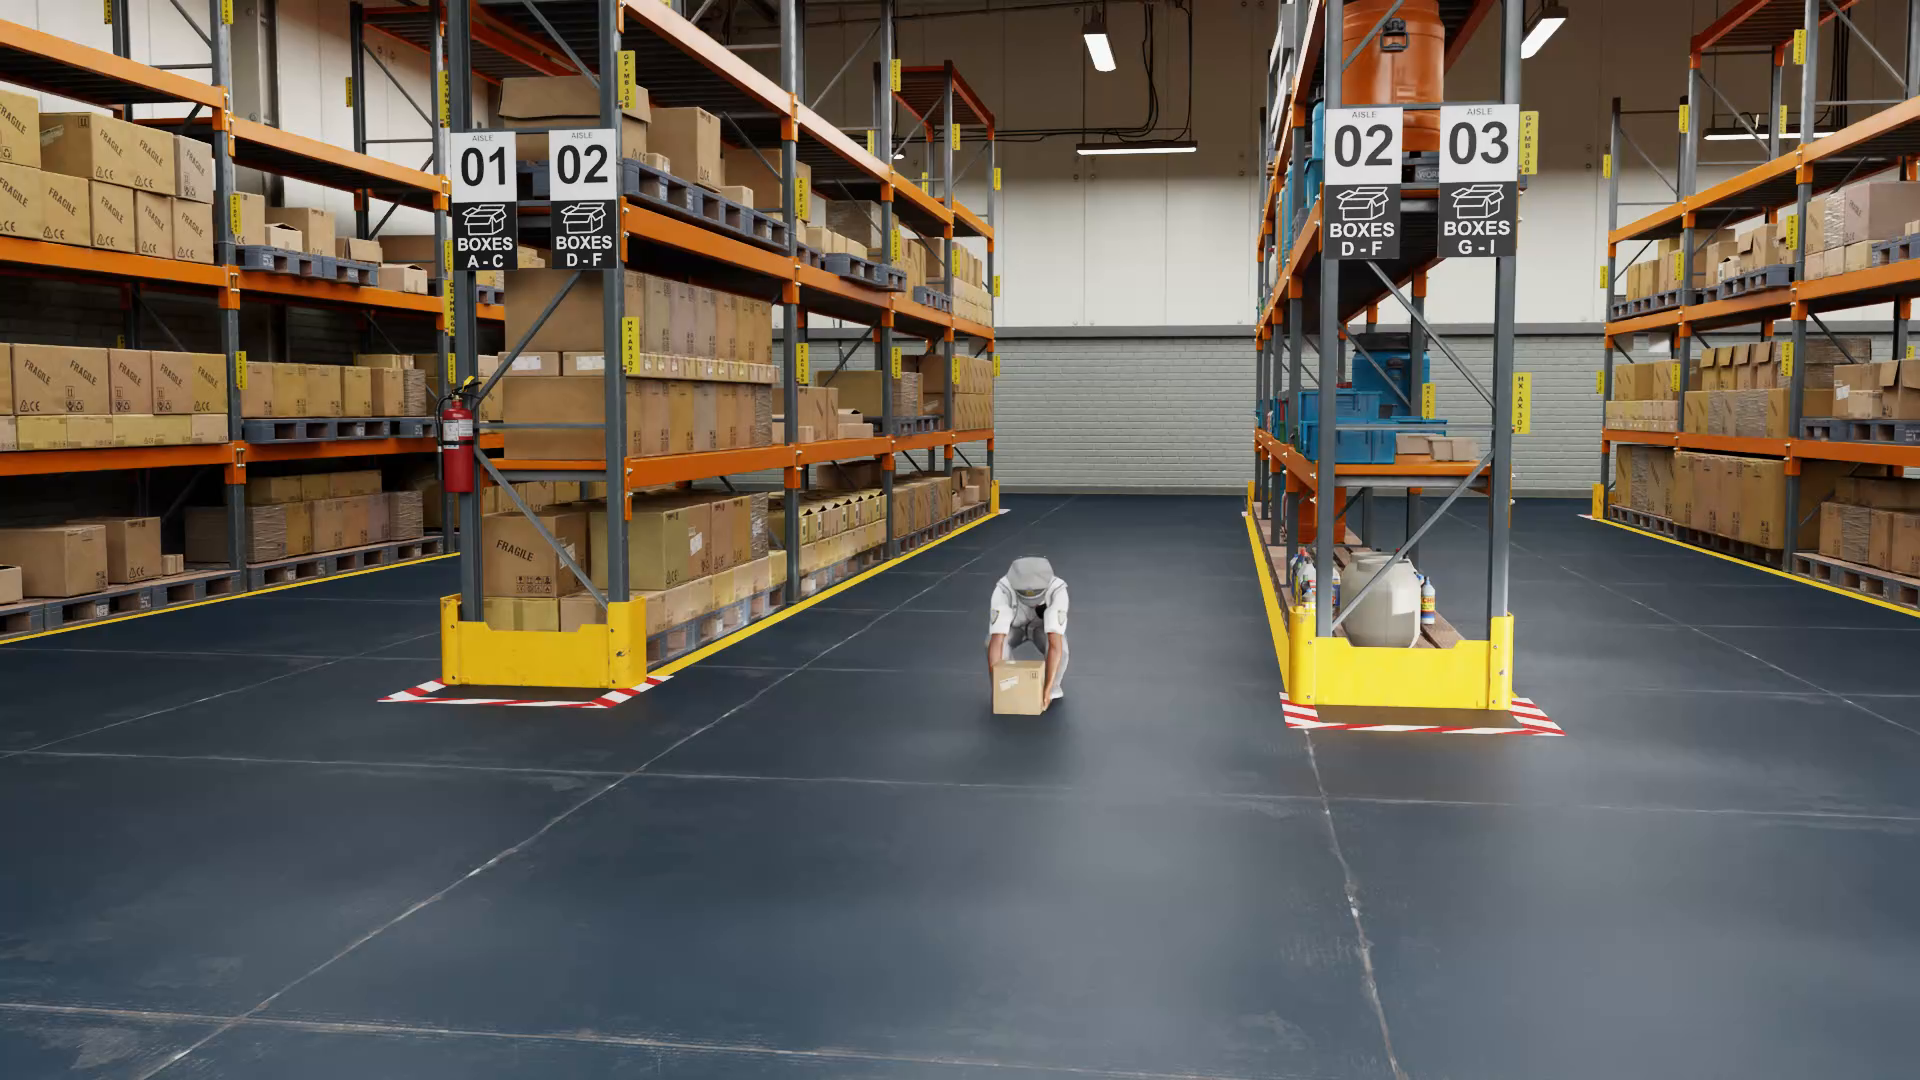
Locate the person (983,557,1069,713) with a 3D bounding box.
[{"bbox_3d":[0.374,0.492,9.188,0.470,0.850,0.871,1,5,9],"label":"person"}]
